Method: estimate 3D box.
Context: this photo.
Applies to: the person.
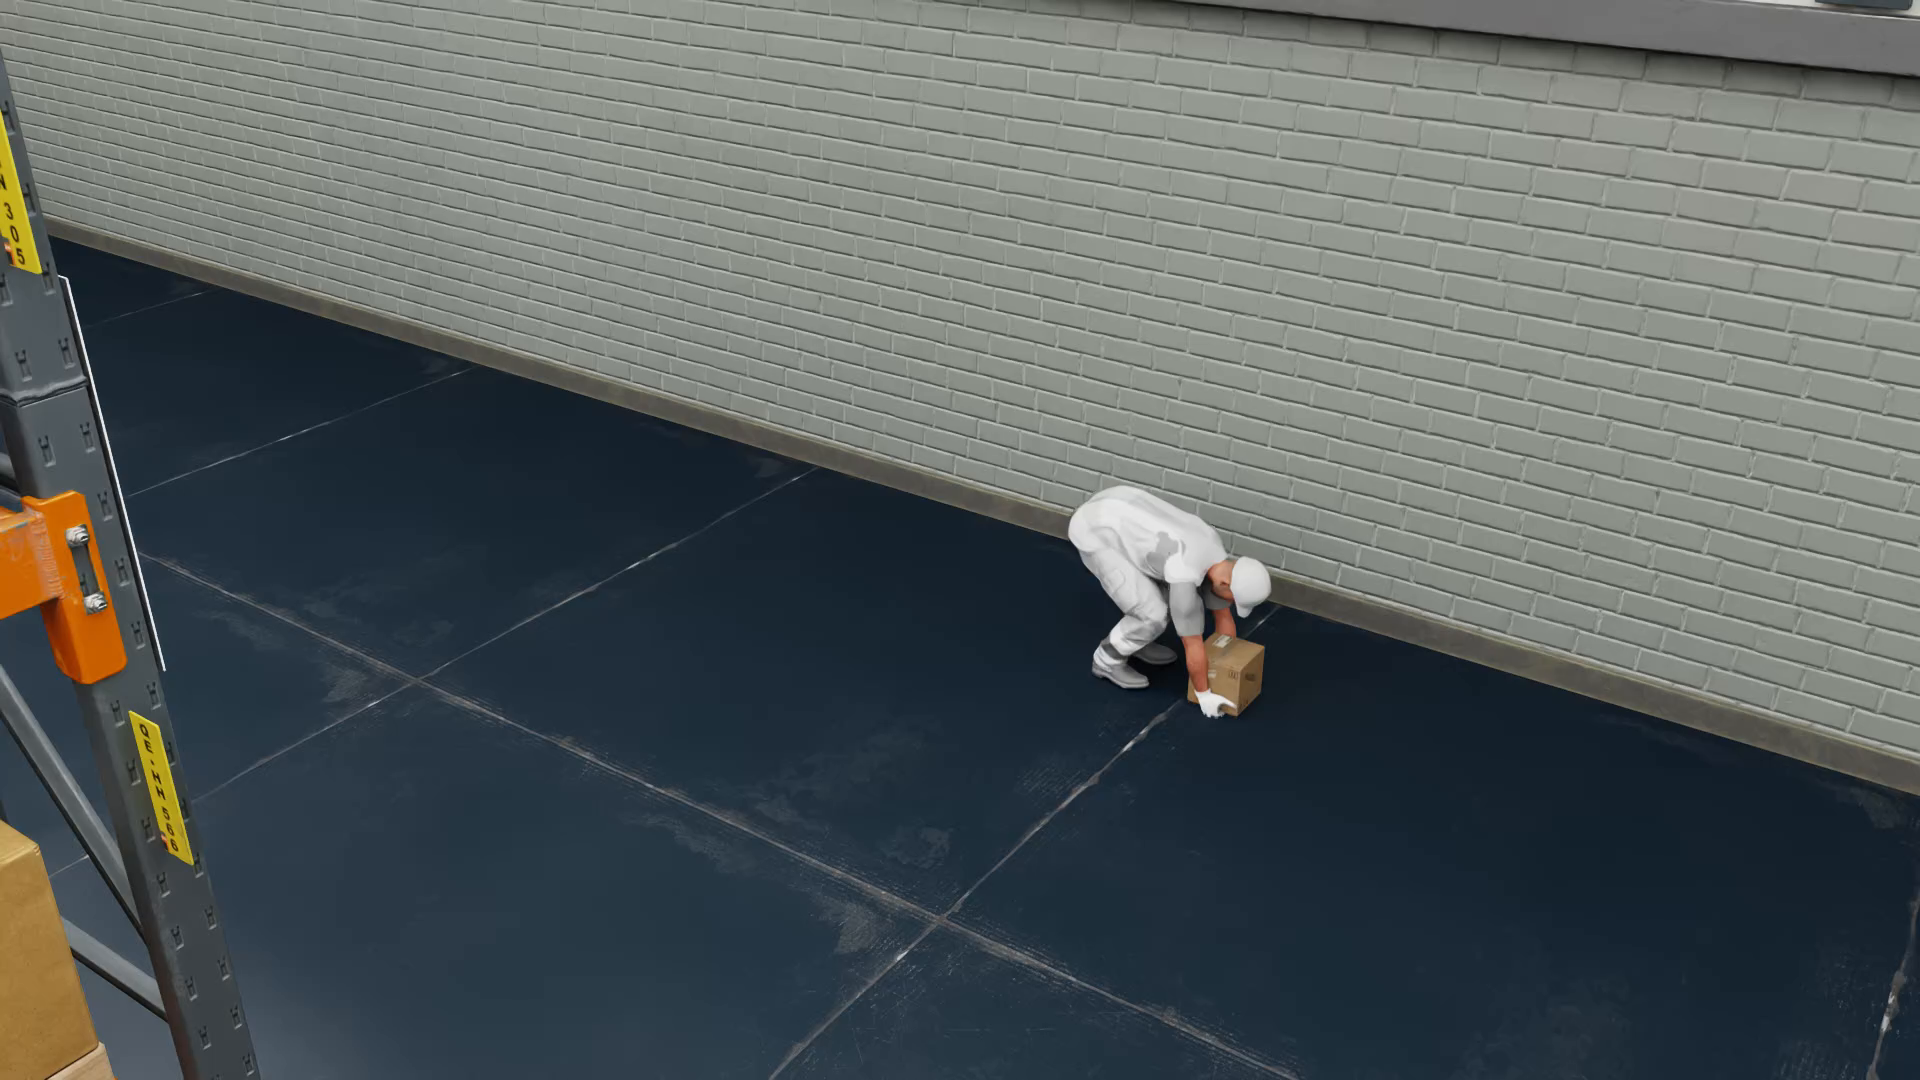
[{"bbox_3d":[0.956,0.252,7.592,0.956,0.915,0.535,16,31,28],"label":"person"}]
